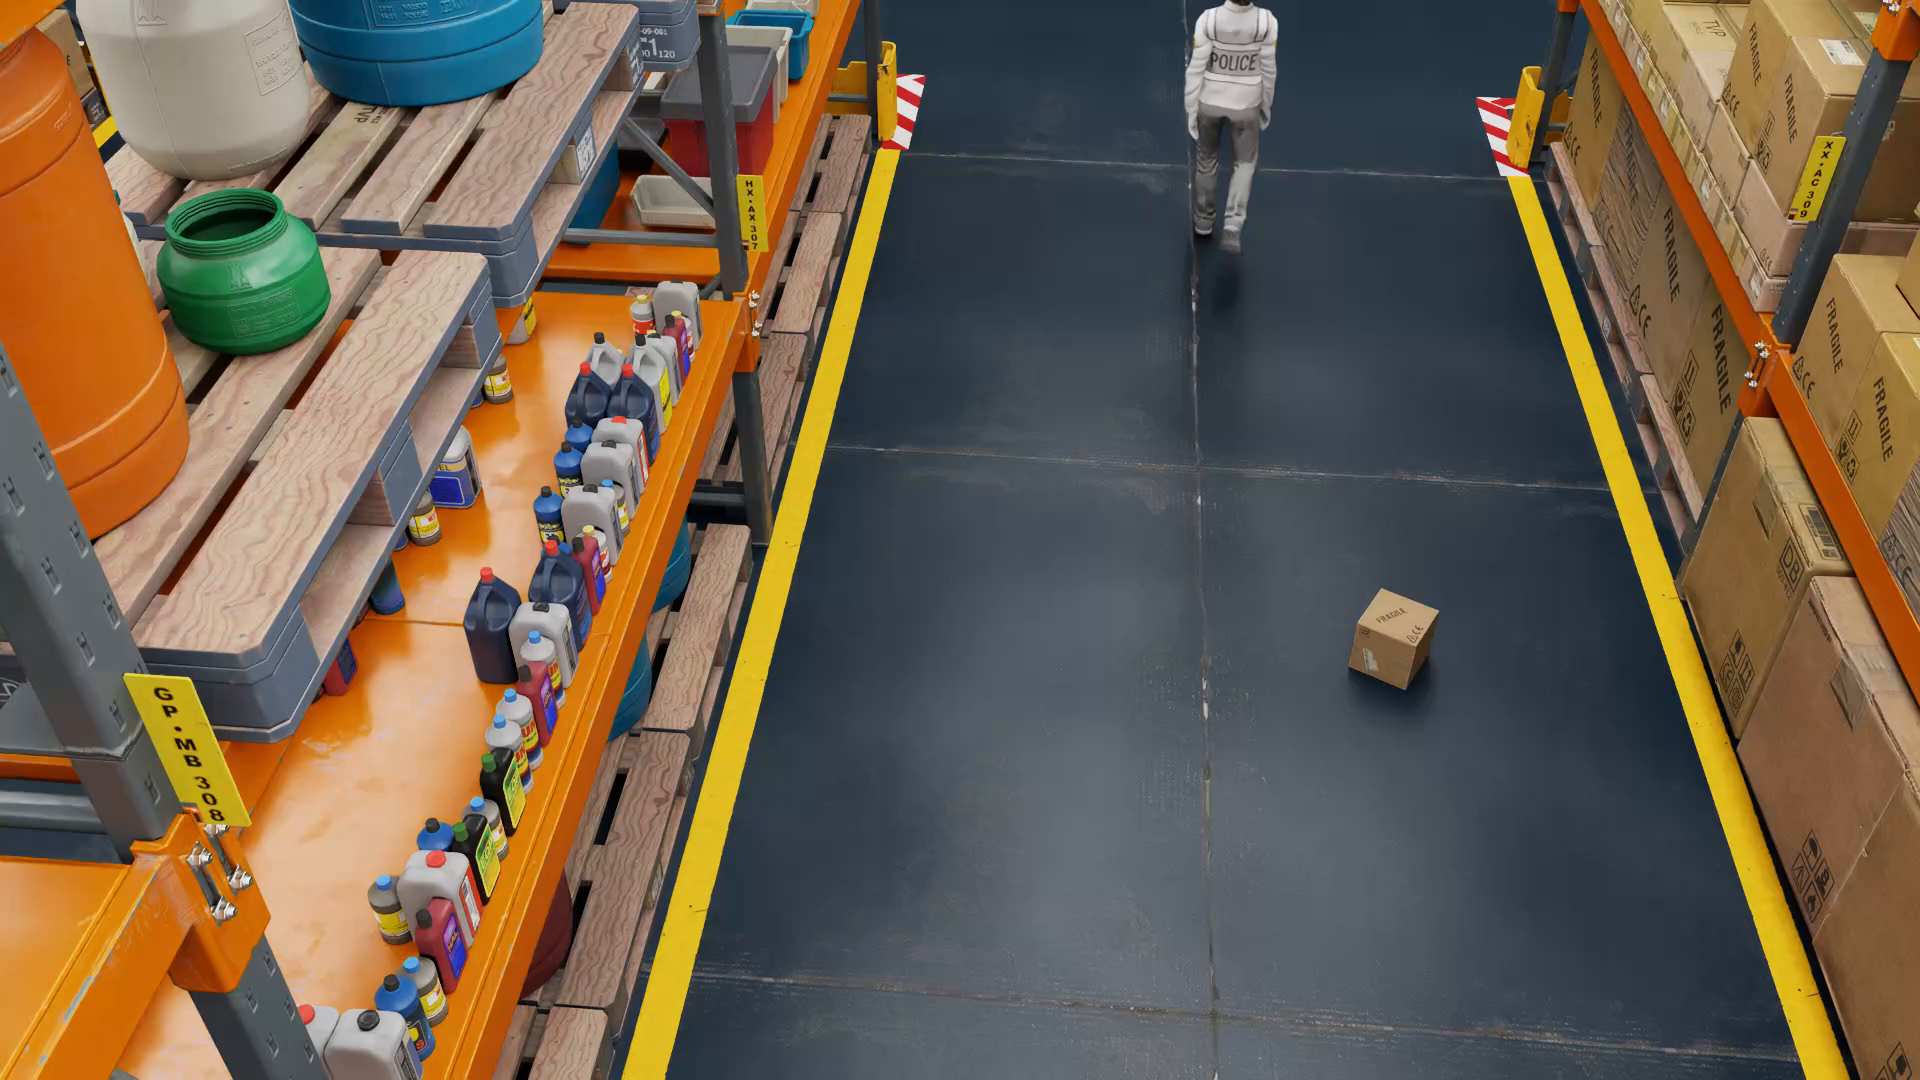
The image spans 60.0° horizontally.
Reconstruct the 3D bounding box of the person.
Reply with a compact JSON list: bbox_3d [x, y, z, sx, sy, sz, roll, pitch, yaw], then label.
[{"bbox_3d":[1.421,-2.306,8.832,0.473,1.667,0.707,7,41,8],"label":"person"}]
